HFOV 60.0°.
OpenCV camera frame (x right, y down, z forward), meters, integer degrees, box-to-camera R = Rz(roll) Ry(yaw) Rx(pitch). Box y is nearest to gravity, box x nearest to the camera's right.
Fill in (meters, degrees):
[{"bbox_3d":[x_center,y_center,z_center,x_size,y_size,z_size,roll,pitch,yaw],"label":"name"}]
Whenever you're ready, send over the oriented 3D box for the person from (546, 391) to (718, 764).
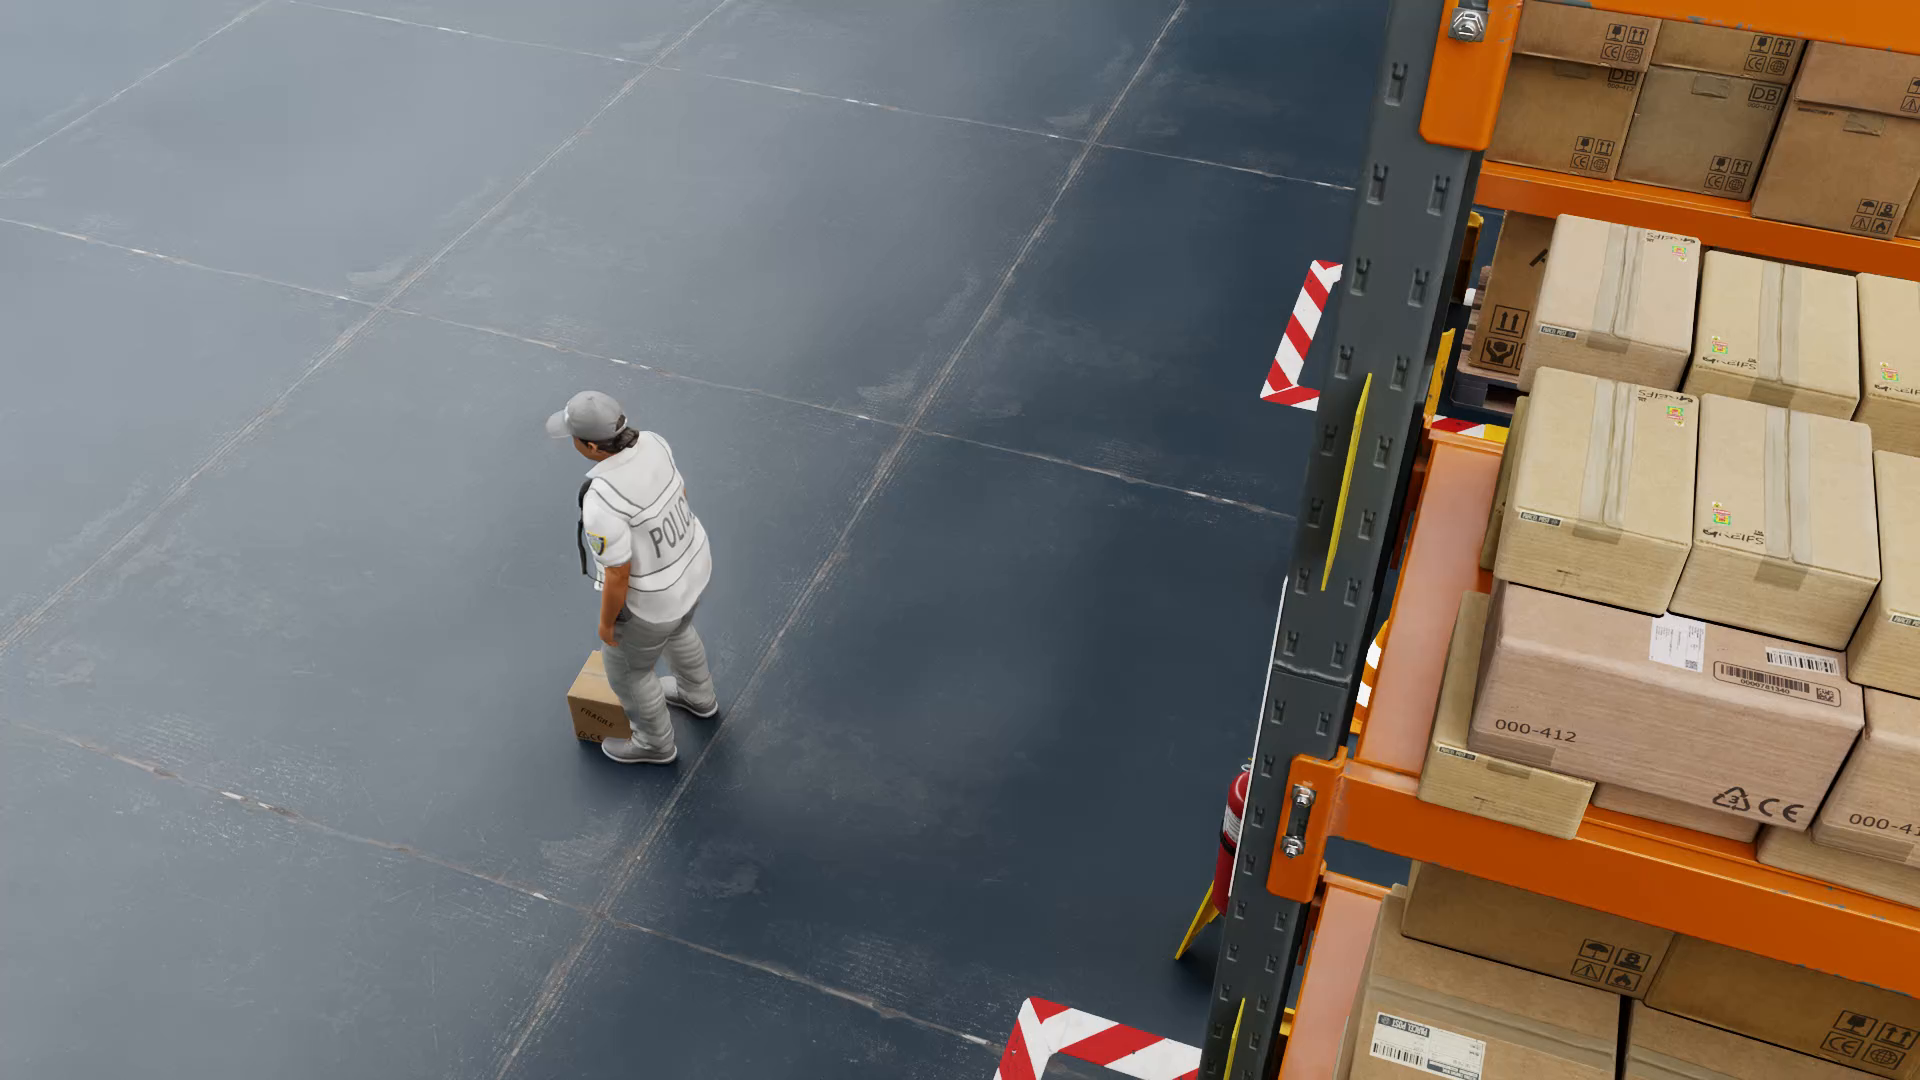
[{"bbox_3d":[-1.145,0.148,5.988,0.467,1.666,0.537,14,44,15],"label":"person"}]
